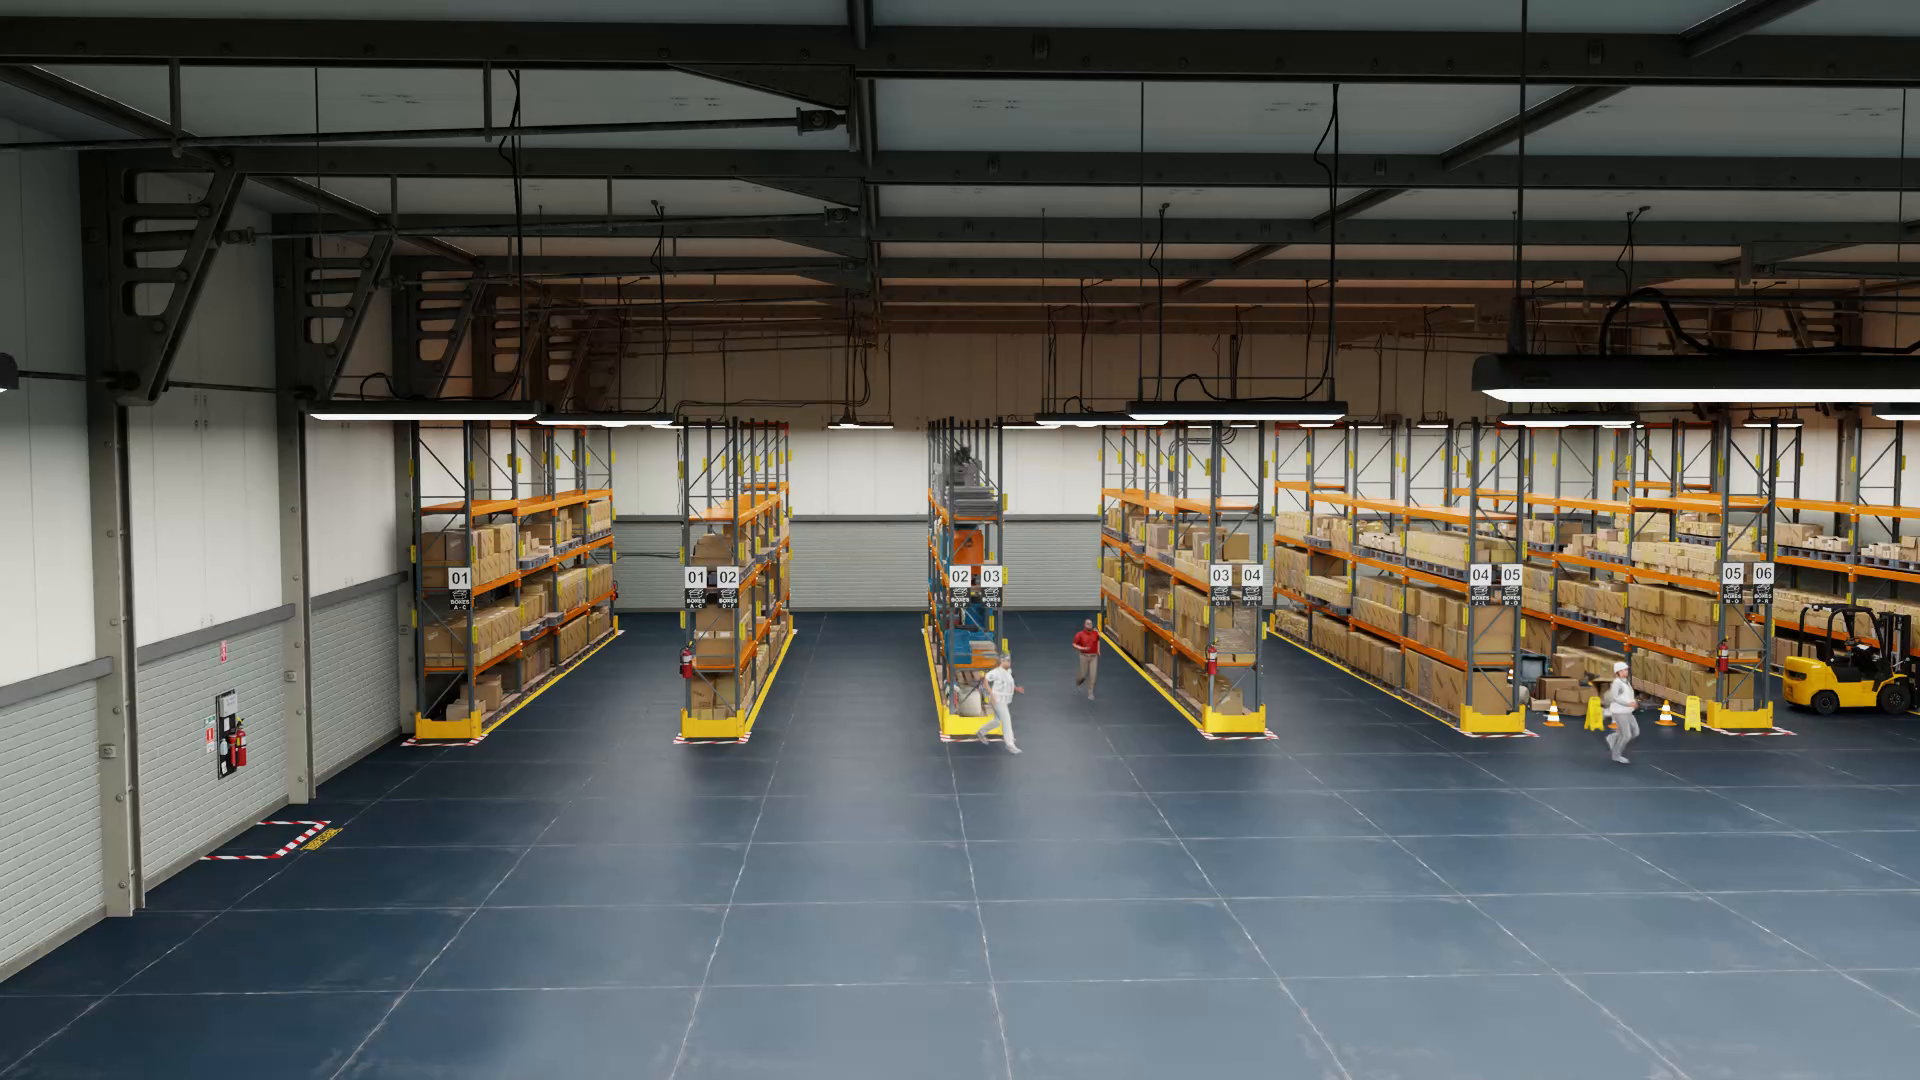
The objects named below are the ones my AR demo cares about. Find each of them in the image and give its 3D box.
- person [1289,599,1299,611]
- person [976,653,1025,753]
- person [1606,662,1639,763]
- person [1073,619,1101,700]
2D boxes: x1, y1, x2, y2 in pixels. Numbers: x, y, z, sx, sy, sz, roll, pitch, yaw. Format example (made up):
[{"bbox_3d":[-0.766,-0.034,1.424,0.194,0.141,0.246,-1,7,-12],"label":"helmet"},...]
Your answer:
[{"bbox_3d":[9.948,1.685,49.234,0.680,1.716,0.629,-1,4,-12],"label":"person"},{"bbox_3d":[0.707,2.899,29.859,0.945,1.778,0.626,2,4,27],"label":"person"},{"bbox_3d":[11.495,2.977,28.831,0.591,1.738,0.698,3,5,39],"label":"person"},{"bbox_3d":[2.727,2.542,35.672,0.670,1.698,0.796,-1,4,-16],"label":"person"}]
